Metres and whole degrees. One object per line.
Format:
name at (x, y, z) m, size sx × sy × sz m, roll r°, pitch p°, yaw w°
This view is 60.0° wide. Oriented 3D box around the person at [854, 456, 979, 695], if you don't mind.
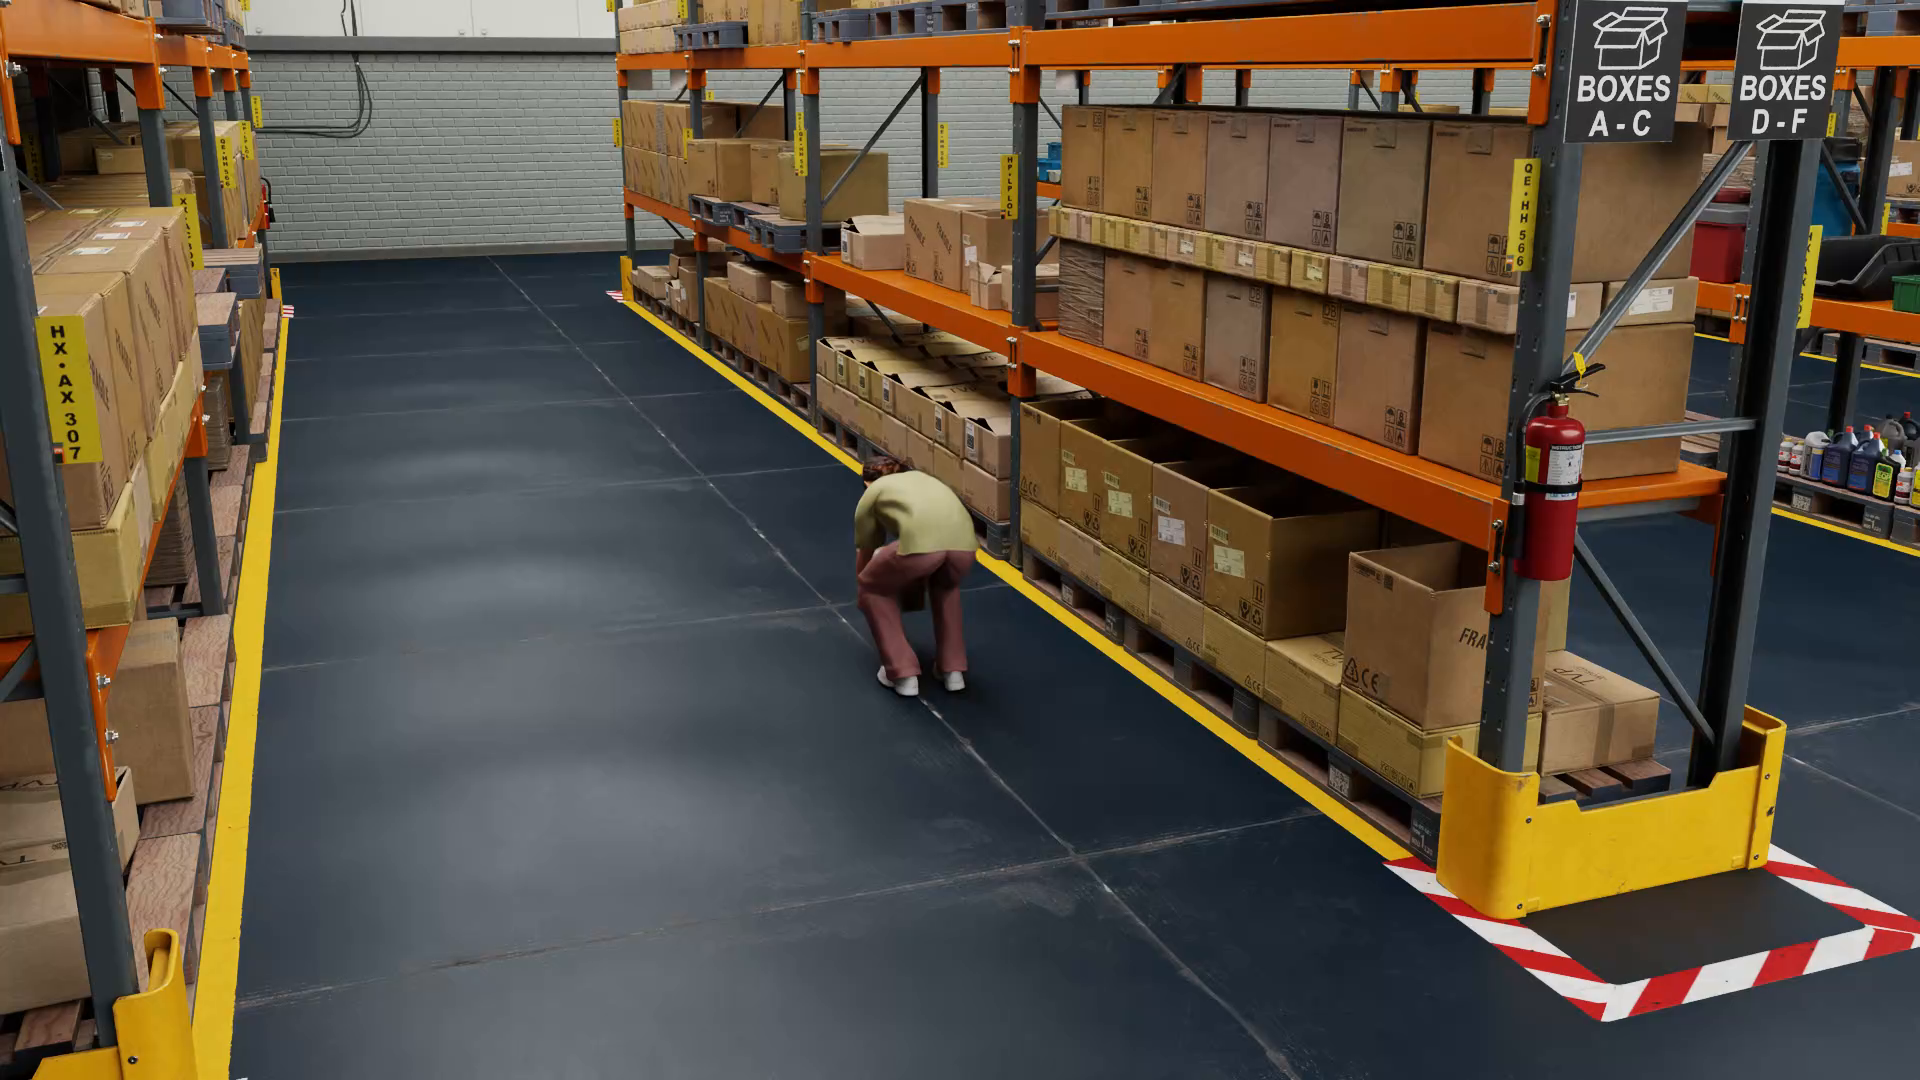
person at (-0.224, 0.134, 7.364) m, size 0.476 × 0.966 × 0.866 m, roll -7°, pitch 17°, yaw -22°
